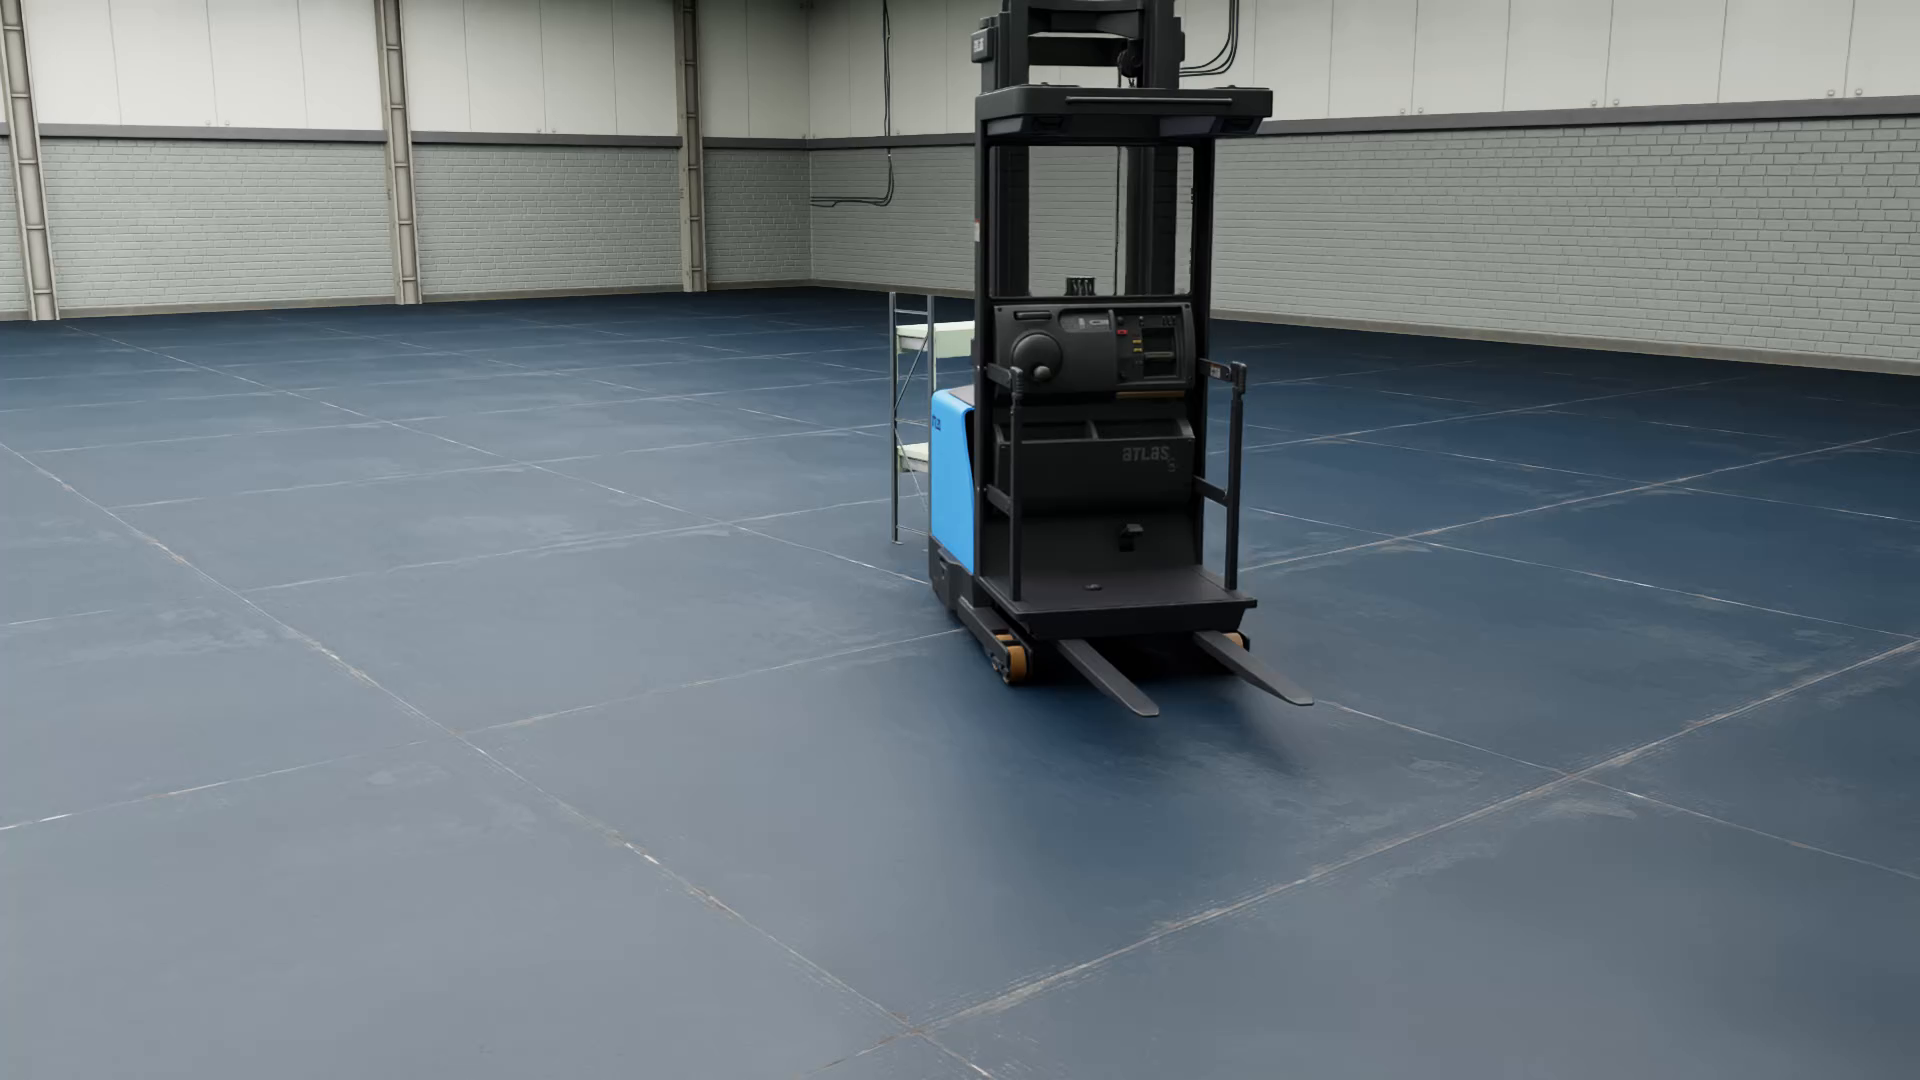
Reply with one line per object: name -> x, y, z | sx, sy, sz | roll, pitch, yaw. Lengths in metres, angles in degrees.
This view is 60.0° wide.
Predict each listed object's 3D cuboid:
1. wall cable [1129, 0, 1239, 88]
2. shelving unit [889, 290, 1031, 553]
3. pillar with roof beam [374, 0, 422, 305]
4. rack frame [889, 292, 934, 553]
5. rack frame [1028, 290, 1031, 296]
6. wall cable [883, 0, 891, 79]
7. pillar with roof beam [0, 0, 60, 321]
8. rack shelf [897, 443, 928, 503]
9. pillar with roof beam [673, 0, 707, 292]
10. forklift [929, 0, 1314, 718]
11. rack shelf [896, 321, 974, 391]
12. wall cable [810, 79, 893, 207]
wall cable -> 3.584, -9.817, 26.511 | 0.169, 6.003, 2.305 | -9, 15, -38
shelving unit -> 0.005, -0.735, 9.977 | 0.755, 1.500, 0.431 | -9, 15, -38
pillar with roof beam -> -7.457, -8.051, 26.380 | 0.400, 9.000, 9.100 | -9, 15, -38
rack frame -> -0.281, -0.687, 9.753 | 0.023, 1.500, 0.400 | -9, 15, -38
rack frame -> 0.291, -0.782, 10.201 | 0.023, 1.500, 0.400 | -9, 15, -38
wall cable -> -0.645, -10.209, 31.857 | 0.112, 2.526, 3.097 | -9, 15, -38
pillar with roof beam -> -12.142, -7.273, 22.714 | 0.400, 9.000, 9.100 | -9, 15, -38
rack shelf -> 0.005, -0.416, 10.045 | 0.720, 0.370, 0.431 | -9, 15, -38
pillar with roof beam -> -2.772, -8.830, 30.047 | 0.400, 9.000, 9.100 | -9, 15, -38
forklift -> 0.660, -0.898, 7.300 | 1.130, 2.935, 3.031 | -3, 12, -12
rack shelf -> 0.005, -1.116, 9.896 | 0.720, 0.370, 0.431 | -9, 15, -38
wall cable -> -2.335, -8.177, 34.448 | 0.112, 2.526, 3.097 | -9, 15, -38
